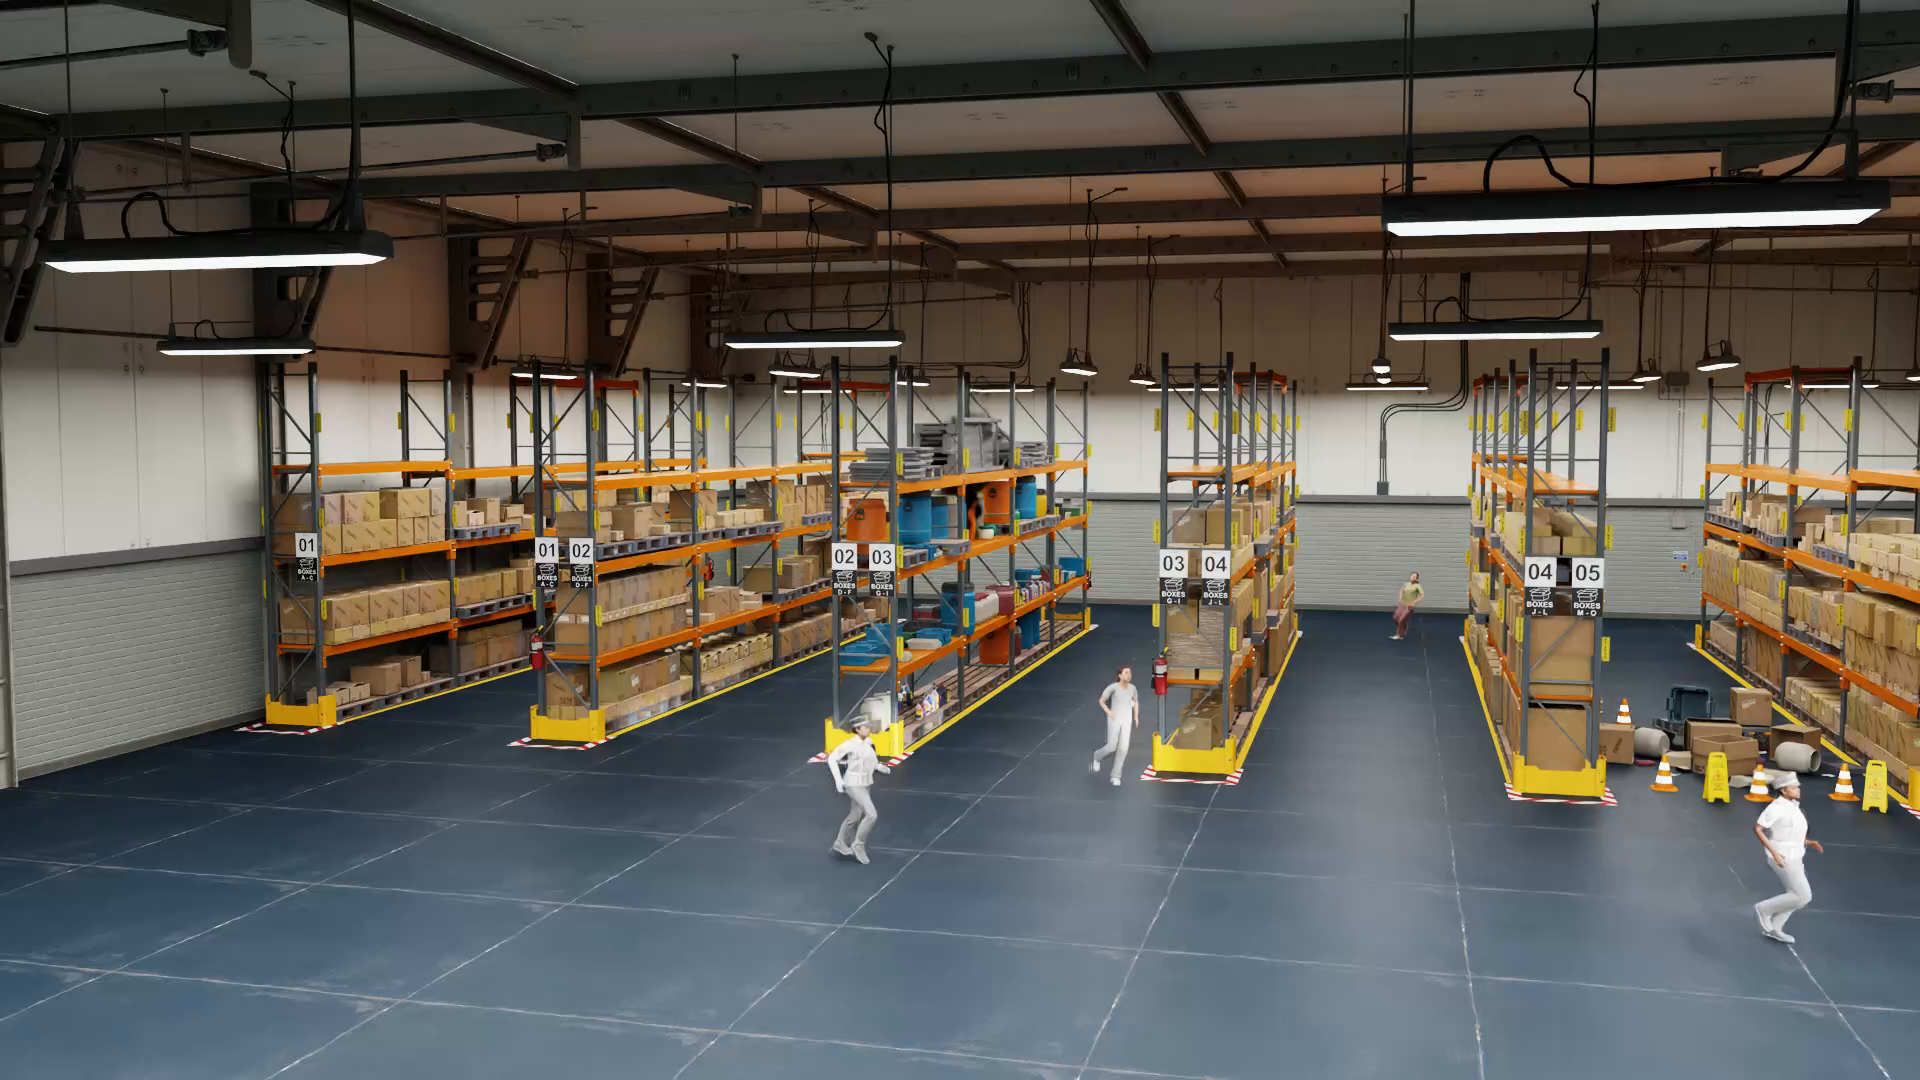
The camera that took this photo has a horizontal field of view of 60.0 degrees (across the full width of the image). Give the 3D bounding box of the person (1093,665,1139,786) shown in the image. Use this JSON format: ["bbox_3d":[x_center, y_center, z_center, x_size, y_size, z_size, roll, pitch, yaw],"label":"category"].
[{"bbox_3d":[2.254,2.555,23.243,0.621,1.617,0.819,-1,4,-19],"label":"person"}]

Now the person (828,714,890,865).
[{"bbox_3d":[-1.135,2.831,18.949,0.771,1.714,0.572,2,5,29],"label":"person"}]

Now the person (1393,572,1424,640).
[{"bbox_3d":[10.302,1.516,38.255,0.518,1.585,0.641,-3,5,-37],"label":"person"}]

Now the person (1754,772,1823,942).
[{"bbox_3d":[7.986,3.050,15.986,0.567,1.659,0.549,-4,6,-44],"label":"person"}]
